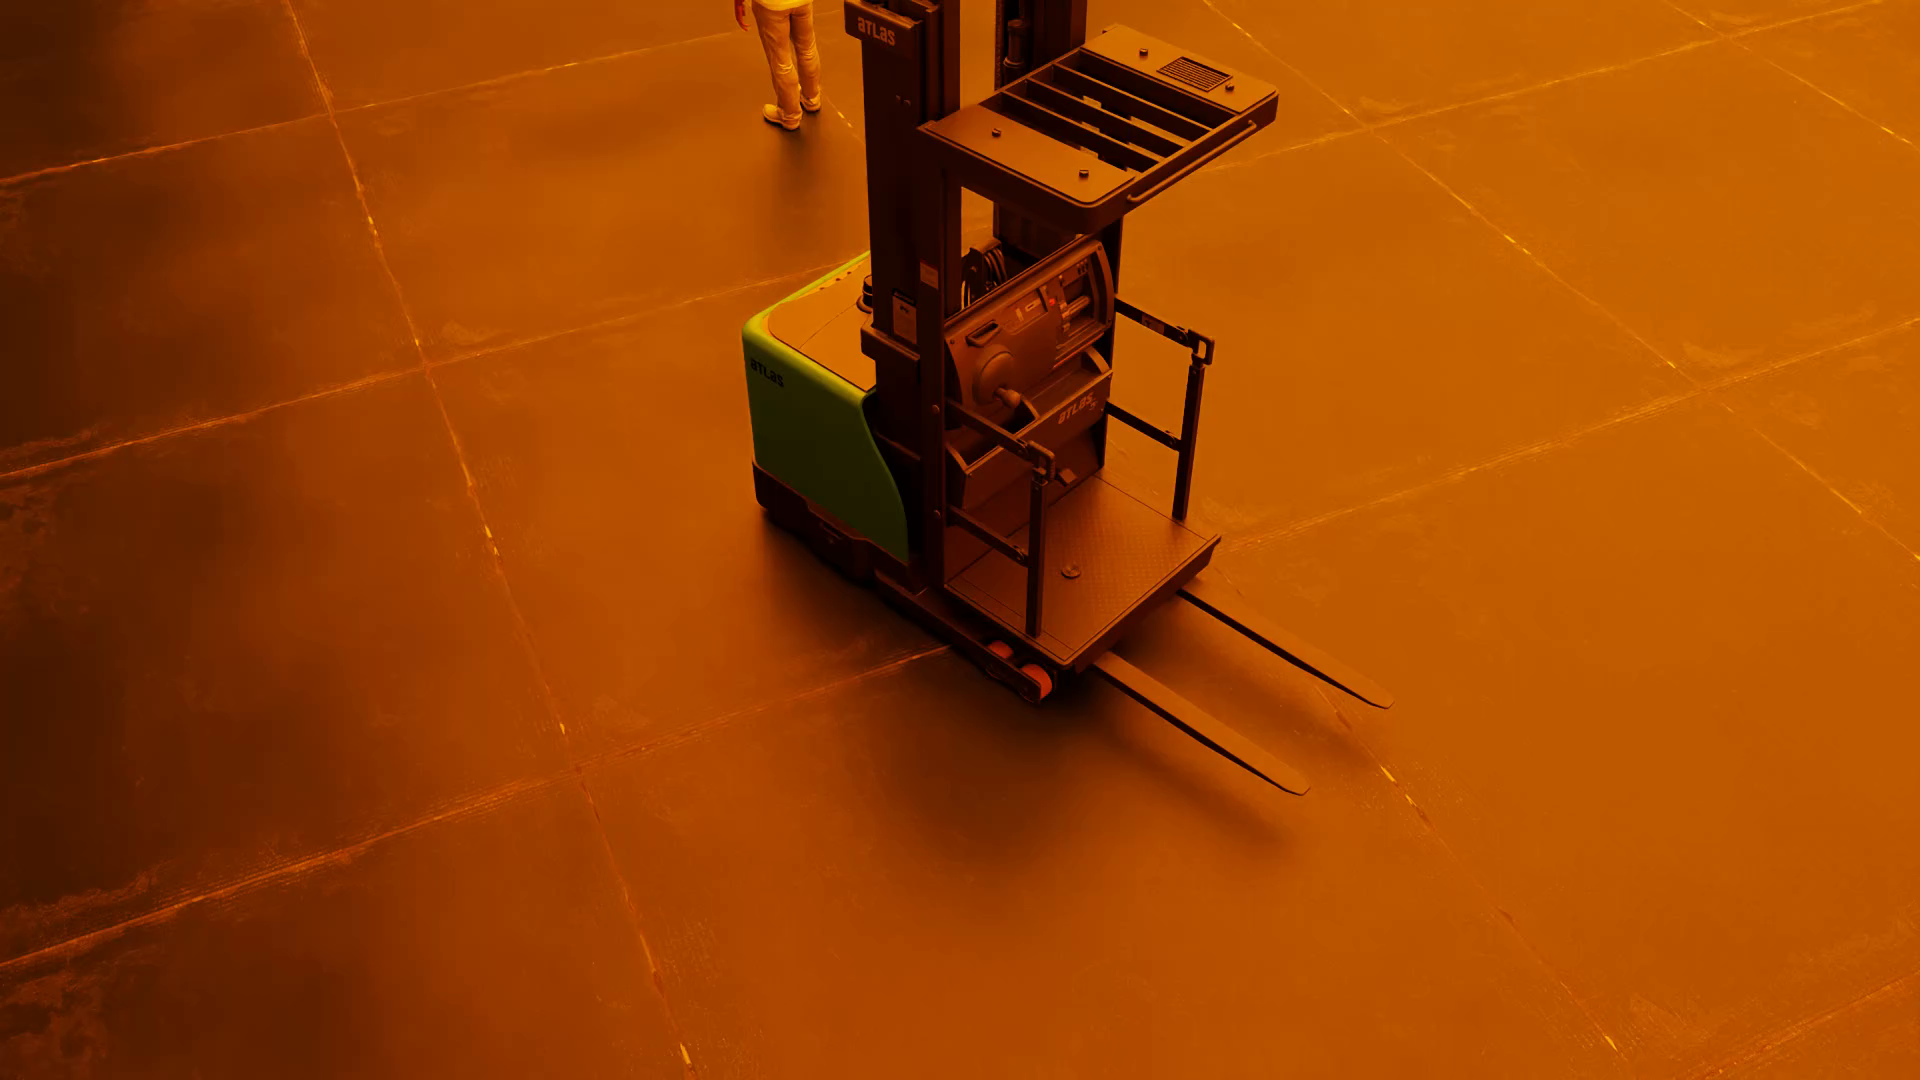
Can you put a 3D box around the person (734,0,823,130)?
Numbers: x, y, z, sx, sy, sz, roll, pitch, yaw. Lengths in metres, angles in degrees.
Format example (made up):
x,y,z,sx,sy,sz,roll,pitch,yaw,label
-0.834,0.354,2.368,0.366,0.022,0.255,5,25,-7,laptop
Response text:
x,y,z,sx,sy,sz,roll,pitch,yaw,label
-1.113,-3.350,10.113,0.665,1.769,0.574,-27,49,-26,person

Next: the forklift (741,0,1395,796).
x,y,z,sx,sy,sz,roll,pitch,yaw,label
0.445,-0.788,6.525,3.031,2.935,1.130,32,52,30,forklift
